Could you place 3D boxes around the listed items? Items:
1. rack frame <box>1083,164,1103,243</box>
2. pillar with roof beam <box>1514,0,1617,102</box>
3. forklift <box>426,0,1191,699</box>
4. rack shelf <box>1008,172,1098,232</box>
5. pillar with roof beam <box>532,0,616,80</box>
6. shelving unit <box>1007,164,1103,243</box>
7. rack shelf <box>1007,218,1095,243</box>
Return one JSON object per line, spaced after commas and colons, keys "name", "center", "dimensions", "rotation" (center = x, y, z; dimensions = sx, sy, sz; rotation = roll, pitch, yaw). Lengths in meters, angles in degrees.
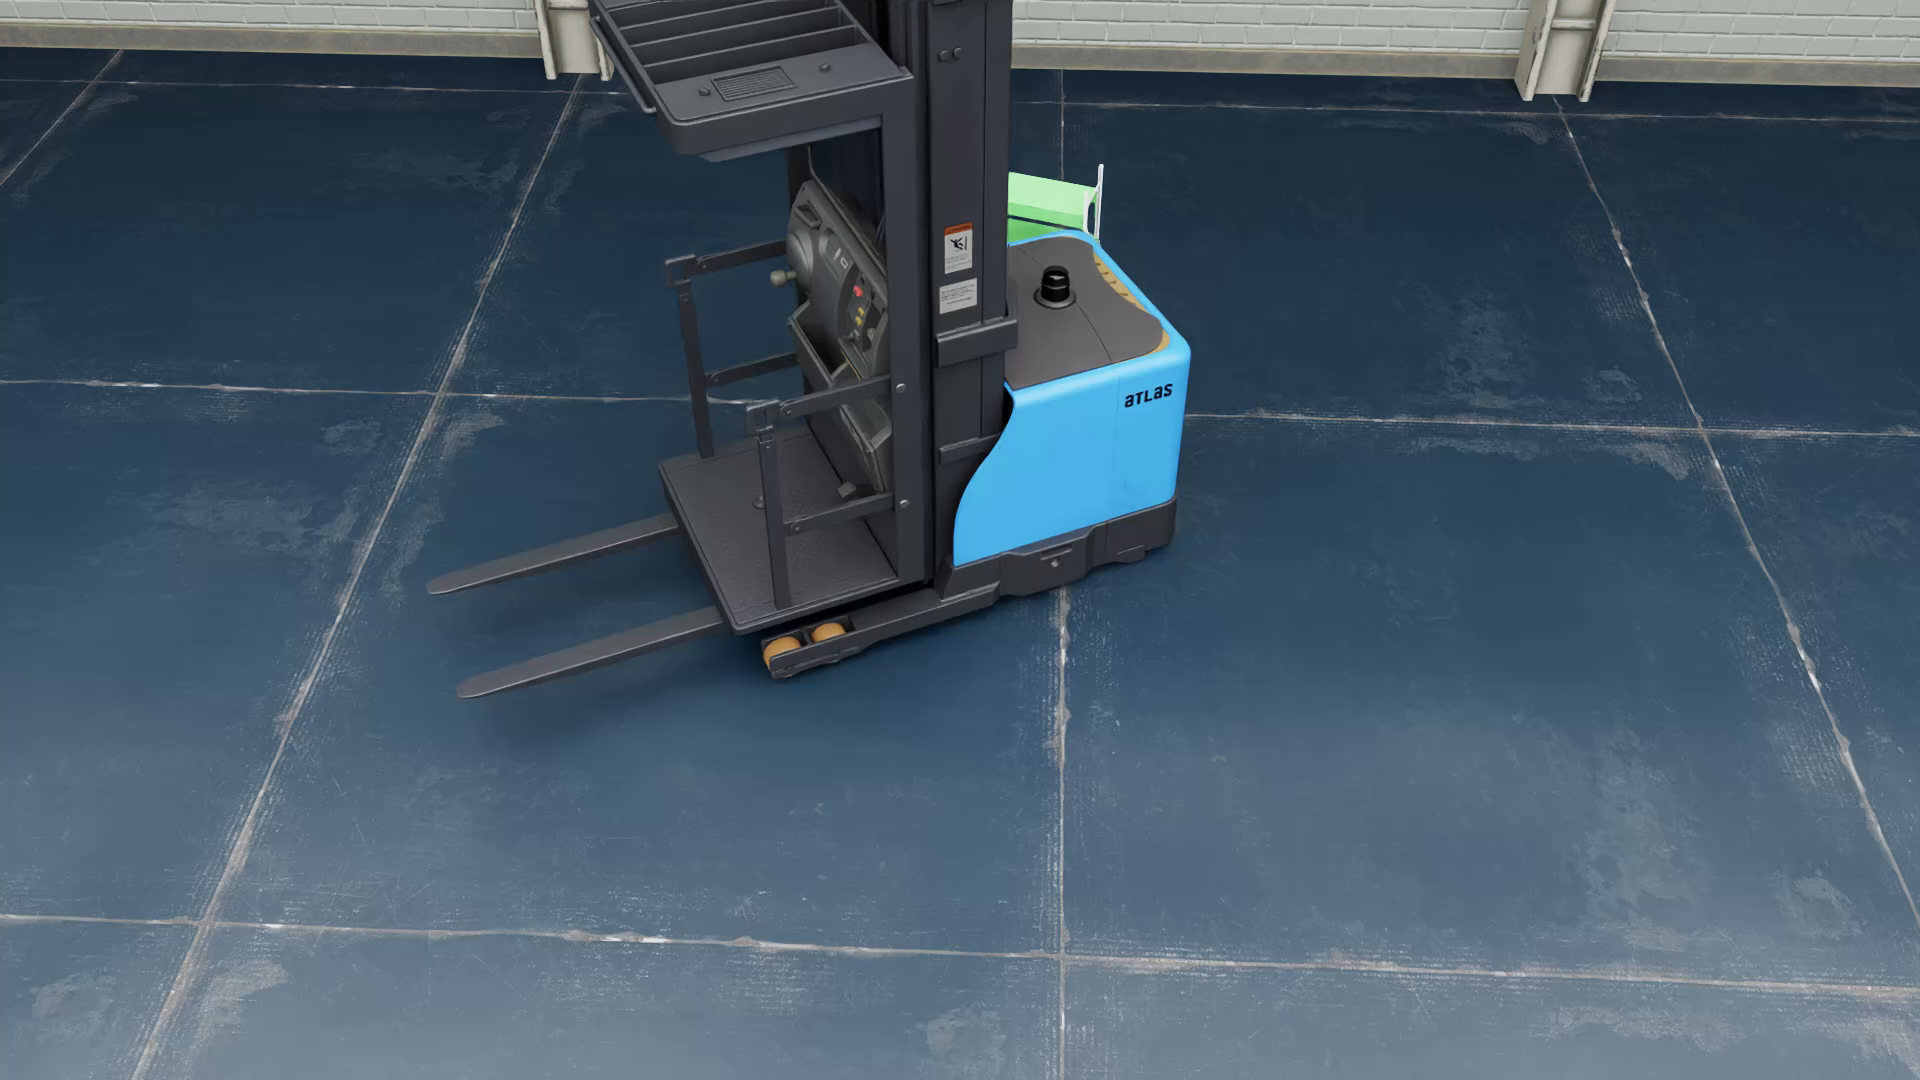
{"name": "rack frame", "center": [0.577, -1.120, 7.572], "dimensions": [0.015, 1.200, 0.240], "rotation": [14, 45, 14]}
{"name": "pillar with roof beam", "center": [3.439, -3.137, 4.016], "dimensions": [0.400, 9.000, 9.100], "rotation": [2, 43, 2]}
{"name": "forklift", "center": [-0.641, -0.934, 6.102], "dimensions": [3.031, 2.935, 1.130], "rotation": [-17, 45, -17]}
{"name": "rack shelf", "center": [0.348, -1.481, 7.349], "dimensions": [0.480, 0.148, 0.258], "rotation": [14, 45, 14]}
{"name": "pillar with roof beam", "center": [-2.555, -3.322, 4.214], "dimensions": [0.400, 9.000, 9.100], "rotation": [2, 43, 2]}
{"name": "shelving unit", "center": [0.348, -1.176, 7.633], "dimensions": [0.503, 1.200, 0.258], "rotation": [14, 45, 14]}
{"name": "rack shelf", "center": [0.348, -1.305, 7.513], "dimensions": [0.480, 0.148, 0.258], "rotation": [14, 45, 14]}
